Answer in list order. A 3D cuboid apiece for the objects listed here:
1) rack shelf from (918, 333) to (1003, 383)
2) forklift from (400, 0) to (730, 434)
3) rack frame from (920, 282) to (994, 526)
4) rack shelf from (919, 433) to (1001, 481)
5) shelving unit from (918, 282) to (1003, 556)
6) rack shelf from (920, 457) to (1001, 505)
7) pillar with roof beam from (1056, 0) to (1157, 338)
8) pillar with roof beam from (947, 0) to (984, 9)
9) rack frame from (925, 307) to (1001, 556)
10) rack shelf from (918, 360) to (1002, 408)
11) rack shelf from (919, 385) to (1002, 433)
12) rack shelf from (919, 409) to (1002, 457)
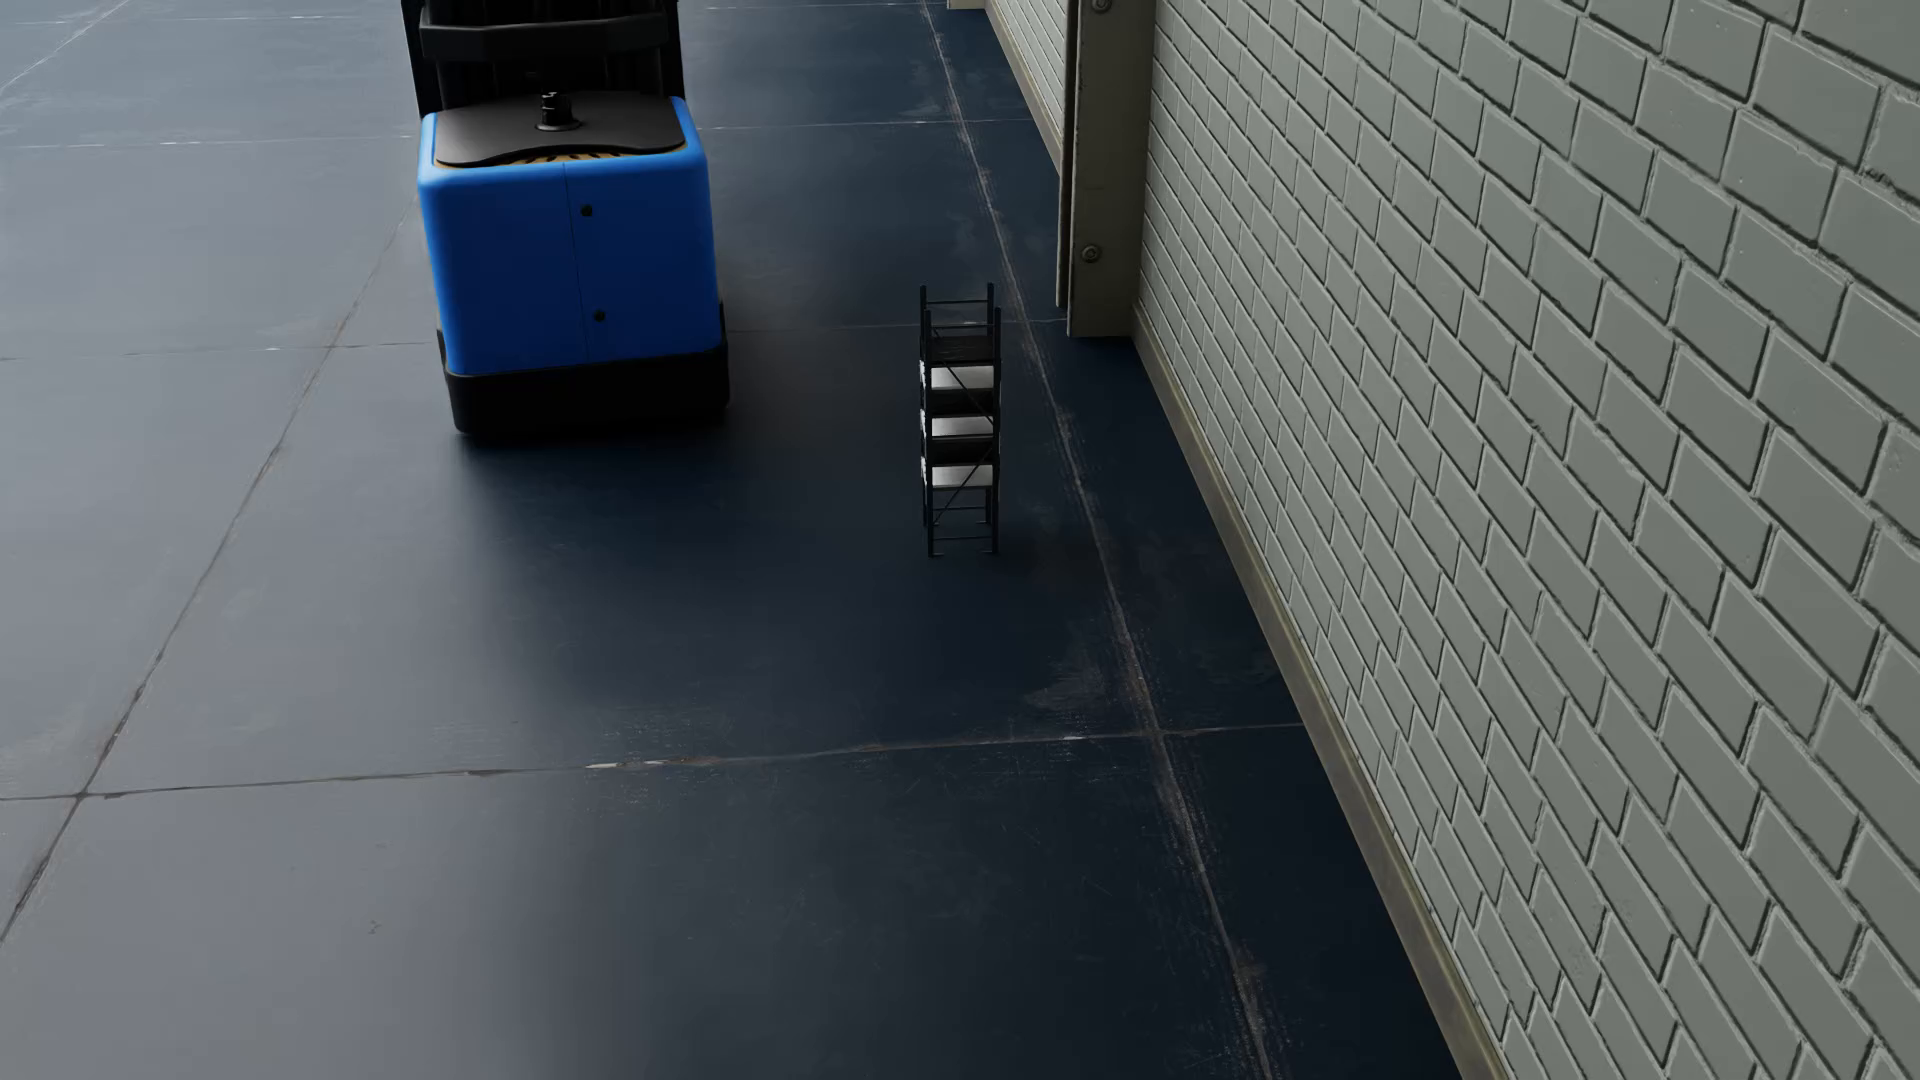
[{"bbox_3d":[-0.001,-0.594,5.405,0.258,0.077,0.200,-3,31,-5],"label":"rack shelf"},{"bbox_3d":[-1.763,-2.401,6.912,1.130,2.935,3.031,-7,32,-12],"label":"forklift"},{"bbox_3d":[-0.010,-0.442,5.613,0.240,0.900,0.006,-3,31,-5],"label":"rack frame"},{"bbox_3d":[-0.001,-0.285,5.589,0.258,0.077,0.200,-3,31,-5],"label":"rack shelf"},{"bbox_3d":[-0.001,-0.390,5.526,0.258,0.900,0.210,-3,31,-5],"label":"shelving unit"},{"bbox_3d":[-0.001,-0.207,5.636,0.258,0.077,0.200,-3,31,-5],"label":"rack shelf"},{"bbox_3d":[-3.679,-4.645,4.752,9.100,9.000,0.400,-3,31,-5],"label":"pillar with roof beam"},{"bbox_3d":[-4.239,-7.709,9.880,9.100,9.000,0.400,-3,31,-5],"label":"pillar with roof beam"},{"bbox_3d":[0.009,-0.339,5.439,0.240,0.900,0.006,-3,31,-5],"label":"rack frame"},{"bbox_3d":[-0.001,-0.516,5.451,0.258,0.077,0.200,-3,31,-5],"label":"rack shelf"},{"bbox_3d":[-0.001,-0.439,5.497,0.258,0.077,0.200,-3,31,-5],"label":"rack shelf"},{"bbox_3d":[-0.001,-0.362,5.543,0.258,0.077,0.200,-3,31,-5],"label":"rack shelf"}]
